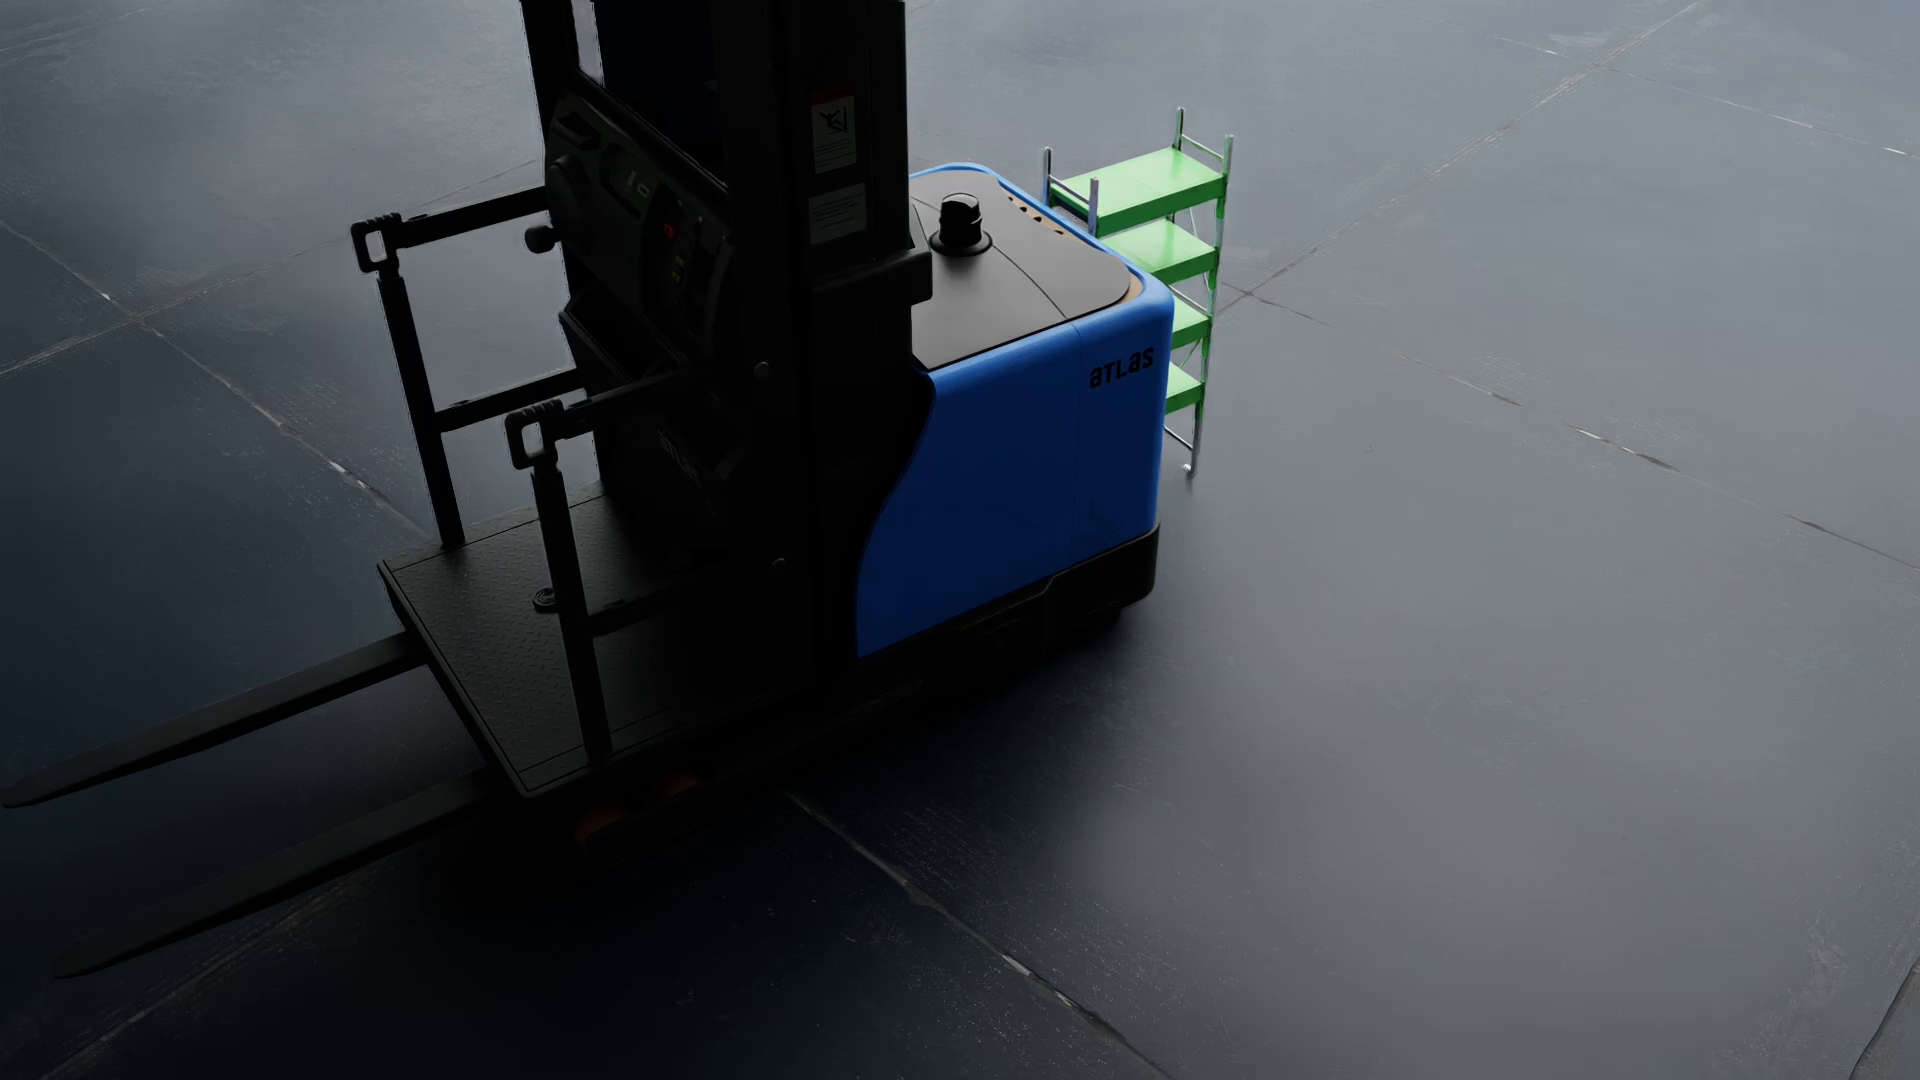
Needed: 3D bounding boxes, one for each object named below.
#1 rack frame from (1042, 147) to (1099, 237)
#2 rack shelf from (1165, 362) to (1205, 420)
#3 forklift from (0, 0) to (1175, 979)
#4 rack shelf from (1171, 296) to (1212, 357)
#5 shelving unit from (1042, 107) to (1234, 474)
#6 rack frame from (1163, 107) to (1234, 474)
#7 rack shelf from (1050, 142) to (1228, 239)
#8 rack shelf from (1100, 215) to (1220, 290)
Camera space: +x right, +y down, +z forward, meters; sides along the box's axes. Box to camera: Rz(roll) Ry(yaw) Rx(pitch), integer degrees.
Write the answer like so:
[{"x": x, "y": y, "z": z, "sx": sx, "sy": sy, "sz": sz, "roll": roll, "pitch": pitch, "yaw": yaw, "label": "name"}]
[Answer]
[{"x": 0.310, "y": -0.582, "z": 5.018, "sx": 0.015, "sy": 1.200, "sz": 0.240, "roll": -23, "pitch": 44, "yaw": -26, "label": "rack frame"}, {"x": 0.513, "y": -0.429, "z": 5.314, "sx": 0.480, "sy": 0.148, "sz": 0.258, "roll": -23, "pitch": 44, "yaw": -26, "label": "rack shelf"}, {"x": -0.927, "y": -0.699, "z": 3.774, "sx": 3.031, "sy": 2.935, "sz": 1.130, "roll": -23, "pitch": 44, "yaw": -26, "label": "forklift"}, {"x": 0.513, "y": -0.617, "z": 5.164, "sx": 0.480, "sy": 0.148, "sz": 0.258, "roll": -23, "pitch": 44, "yaw": -26, "label": "rack shelf"}, {"x": 0.513, "y": -0.667, "z": 5.125, "sx": 0.503, "sy": 1.200, "sz": 0.258, "roll": -23, "pitch": 44, "yaw": -26, "label": "shelving unit"}, {"x": 0.716, "y": -0.751, "z": 5.231, "sx": 0.015, "sy": 1.200, "sz": 0.240, "roll": -23, "pitch": 44, "yaw": -26, "label": "rack frame"}, {"x": 0.513, "y": -0.993, "z": 4.866, "sx": 0.480, "sy": 0.148, "sz": 0.258, "roll": -23, "pitch": 44, "yaw": -26, "label": "rack shelf"}, {"x": 0.513, "y": -0.805, "z": 5.015, "sx": 0.480, "sy": 0.148, "sz": 0.258, "roll": -23, "pitch": 44, "yaw": -26, "label": "rack shelf"}]
